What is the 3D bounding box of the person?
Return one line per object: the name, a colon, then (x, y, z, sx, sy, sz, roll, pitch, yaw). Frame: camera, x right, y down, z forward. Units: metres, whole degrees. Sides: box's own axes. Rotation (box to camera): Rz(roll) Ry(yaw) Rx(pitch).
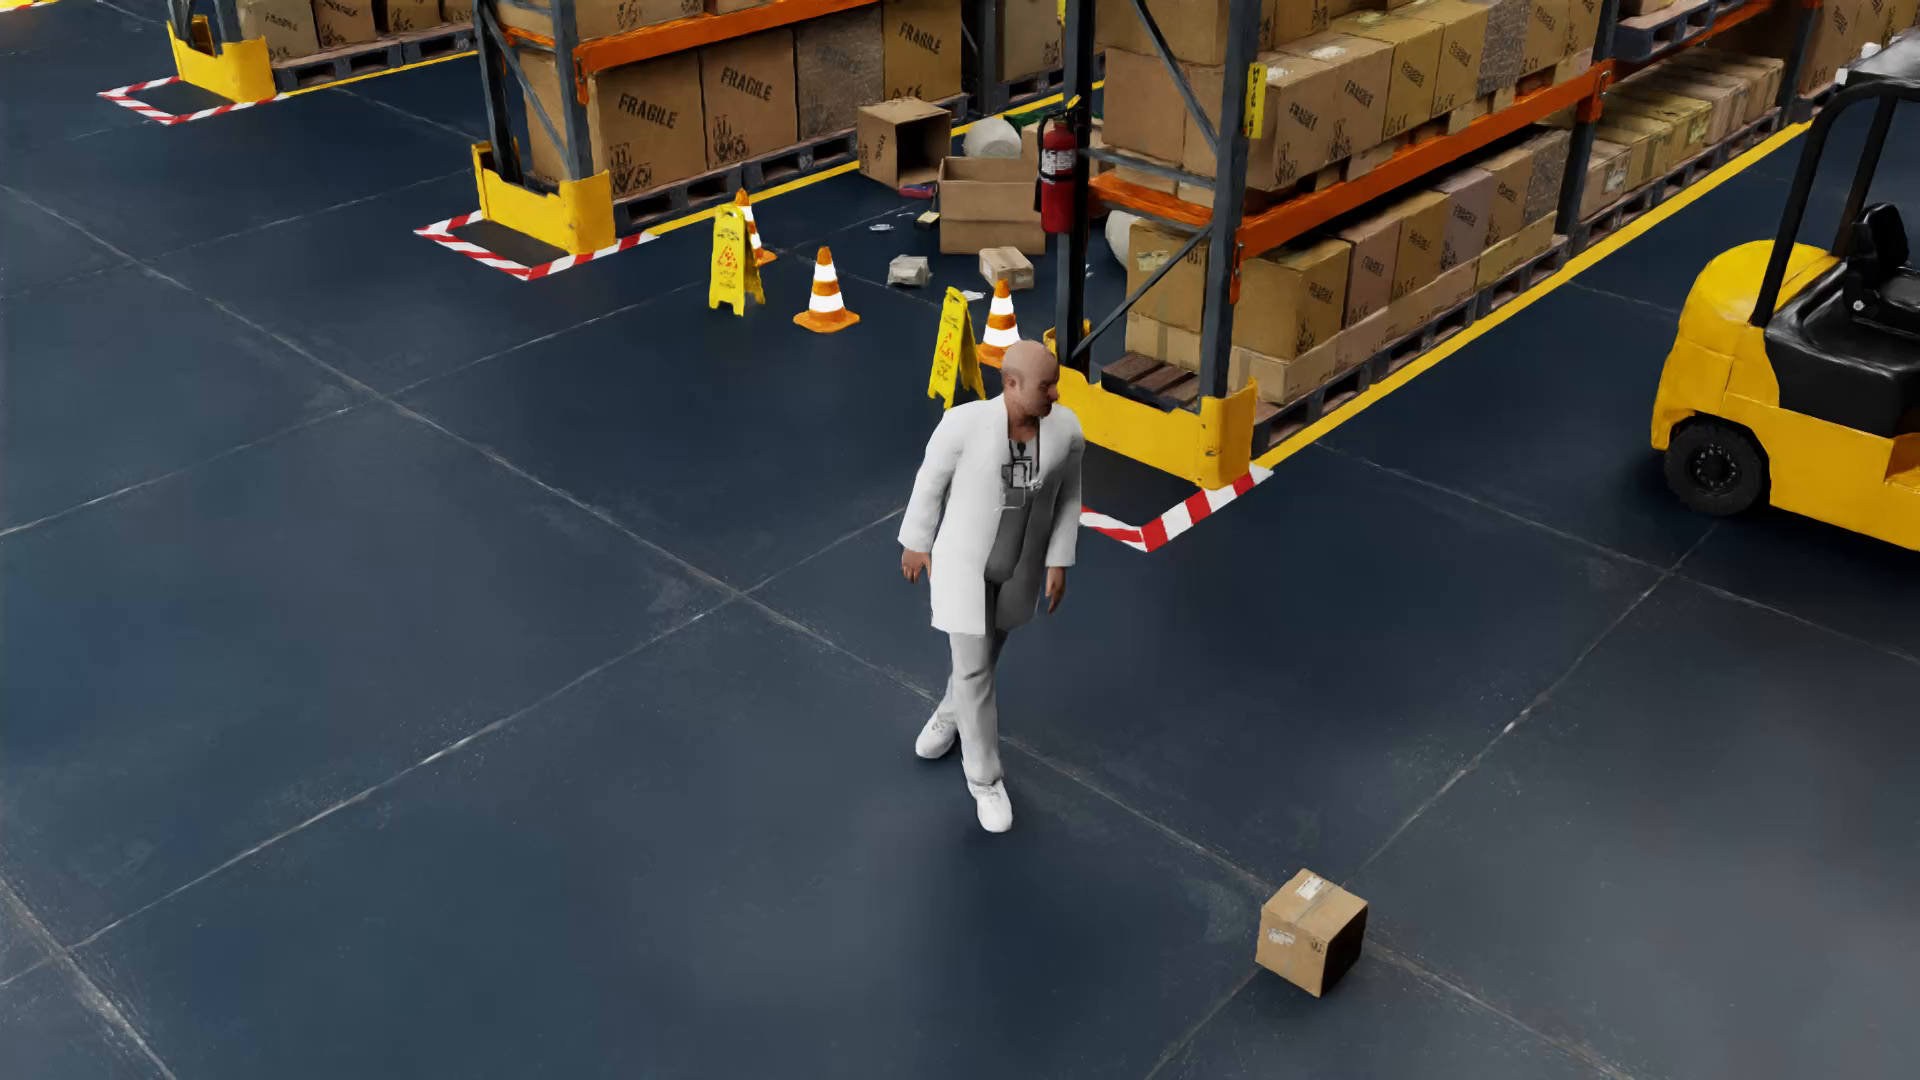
person: (0.157, 0.135, 5.922, 0.653, 1.757, 0.841, -8, 32, -14)
